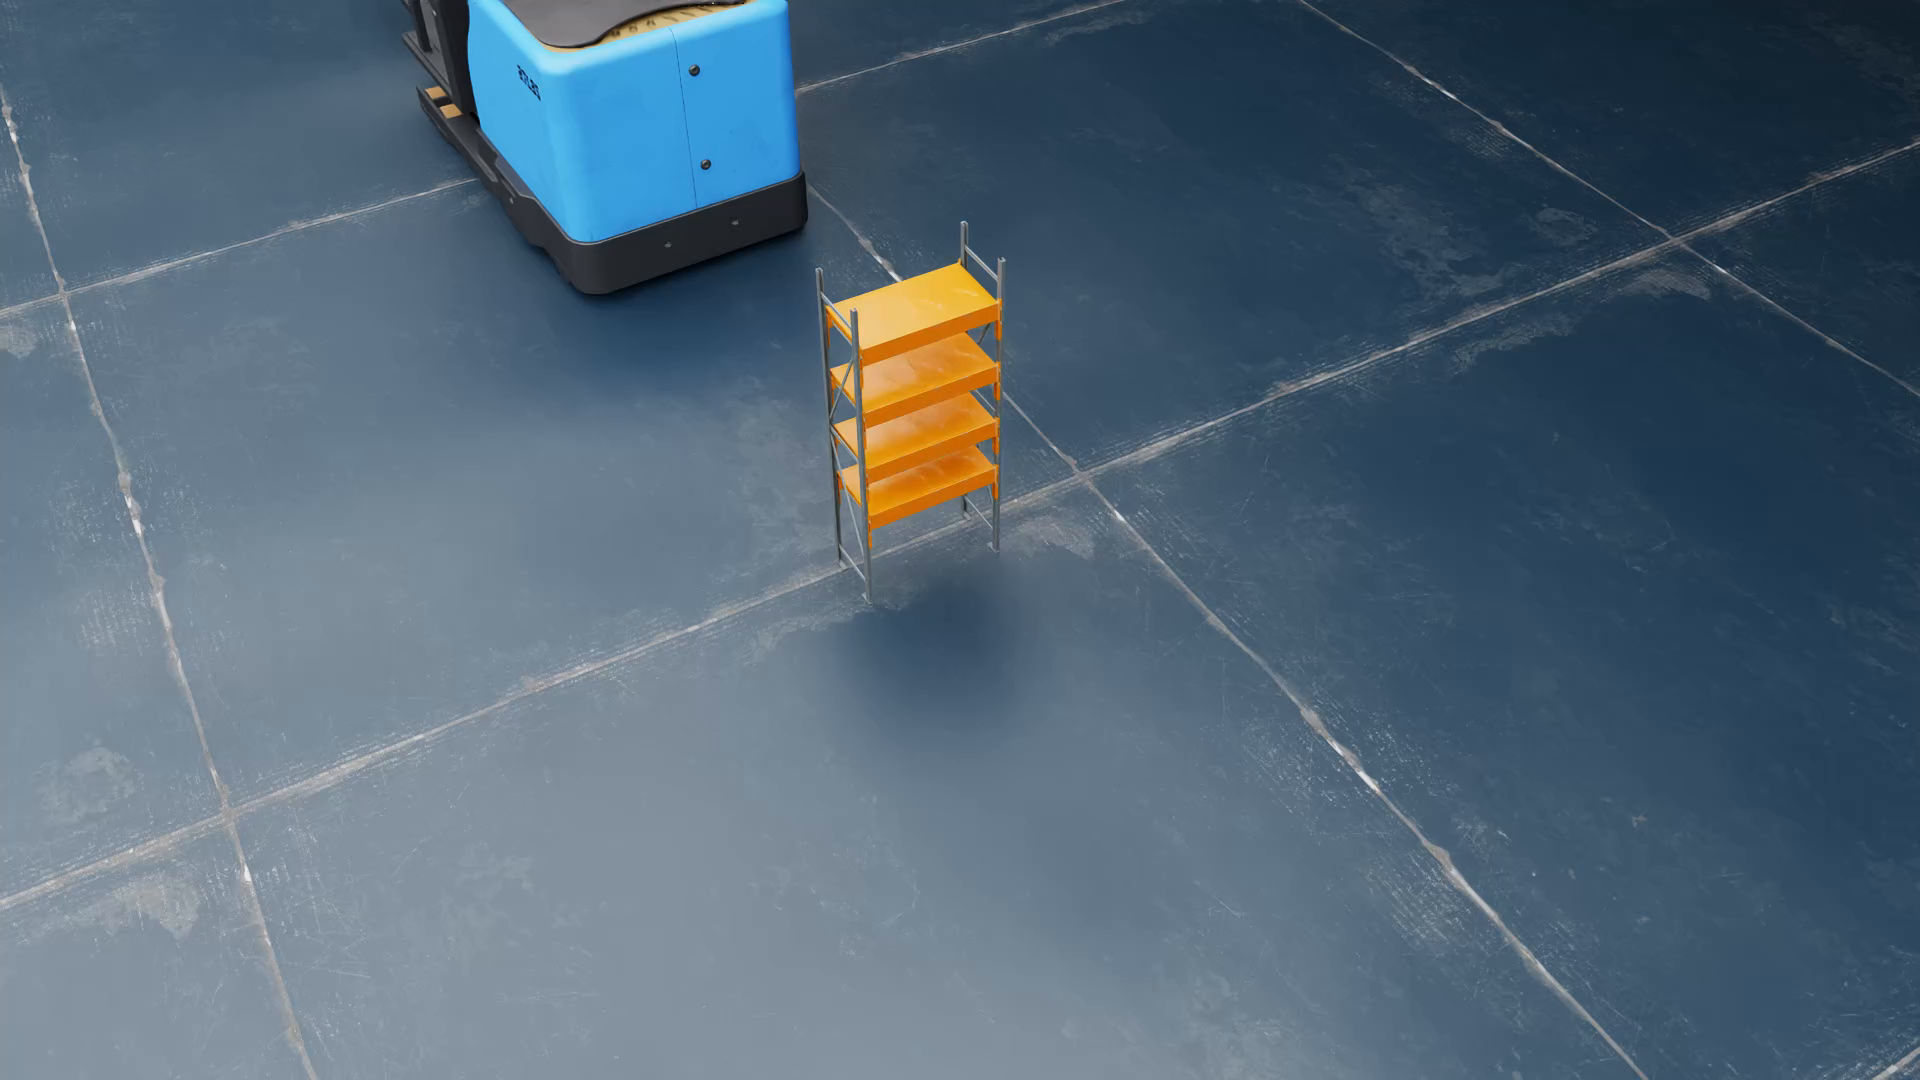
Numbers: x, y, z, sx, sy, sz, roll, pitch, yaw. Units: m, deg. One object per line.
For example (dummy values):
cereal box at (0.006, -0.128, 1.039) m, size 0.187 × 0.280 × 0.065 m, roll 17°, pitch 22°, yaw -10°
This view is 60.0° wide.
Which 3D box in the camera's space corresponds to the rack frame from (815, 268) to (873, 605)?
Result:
rack frame at (-0.355, -0.288, 5.186) m, size 0.015 × 1.200 × 0.240 m, roll -22°, pitch 48°, yaw -21°

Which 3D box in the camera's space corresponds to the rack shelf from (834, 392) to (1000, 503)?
rack shelf at (-0.144, -0.325, 5.320) m, size 0.480 × 0.148 × 0.258 m, roll -22°, pitch 48°, yaw -21°

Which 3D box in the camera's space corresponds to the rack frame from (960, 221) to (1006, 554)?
rack frame at (0.068, -0.458, 5.360) m, size 0.015 × 1.200 × 0.240 m, roll -22°, pitch 48°, yaw -21°

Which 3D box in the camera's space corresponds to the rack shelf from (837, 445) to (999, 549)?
rack shelf at (-0.144, -0.182, 5.458) m, size 0.480 × 0.148 × 0.258 m, roll -22°, pitch 48°, yaw -21°

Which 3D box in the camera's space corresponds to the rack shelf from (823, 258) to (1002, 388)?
rack shelf at (-0.144, -0.655, 4.999) m, size 0.480 × 0.148 × 0.258 m, roll -22°, pitch 48°, yaw -21°

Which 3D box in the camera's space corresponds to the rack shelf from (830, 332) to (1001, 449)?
rack shelf at (-0.144, -0.485, 5.164) m, size 0.480 × 0.148 × 0.258 m, roll -22°, pitch 48°, yaw -21°

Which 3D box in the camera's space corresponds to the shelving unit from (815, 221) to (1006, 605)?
shelving unit at (-0.144, -0.373, 5.273) m, size 0.503 × 1.200 × 0.258 m, roll -22°, pitch 48°, yaw -21°

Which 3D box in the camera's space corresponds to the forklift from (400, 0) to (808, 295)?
forklift at (-1.856, -3.040, 6.778) m, size 1.130 × 2.935 × 3.031 m, roll -24°, pitch 49°, yaw -23°
